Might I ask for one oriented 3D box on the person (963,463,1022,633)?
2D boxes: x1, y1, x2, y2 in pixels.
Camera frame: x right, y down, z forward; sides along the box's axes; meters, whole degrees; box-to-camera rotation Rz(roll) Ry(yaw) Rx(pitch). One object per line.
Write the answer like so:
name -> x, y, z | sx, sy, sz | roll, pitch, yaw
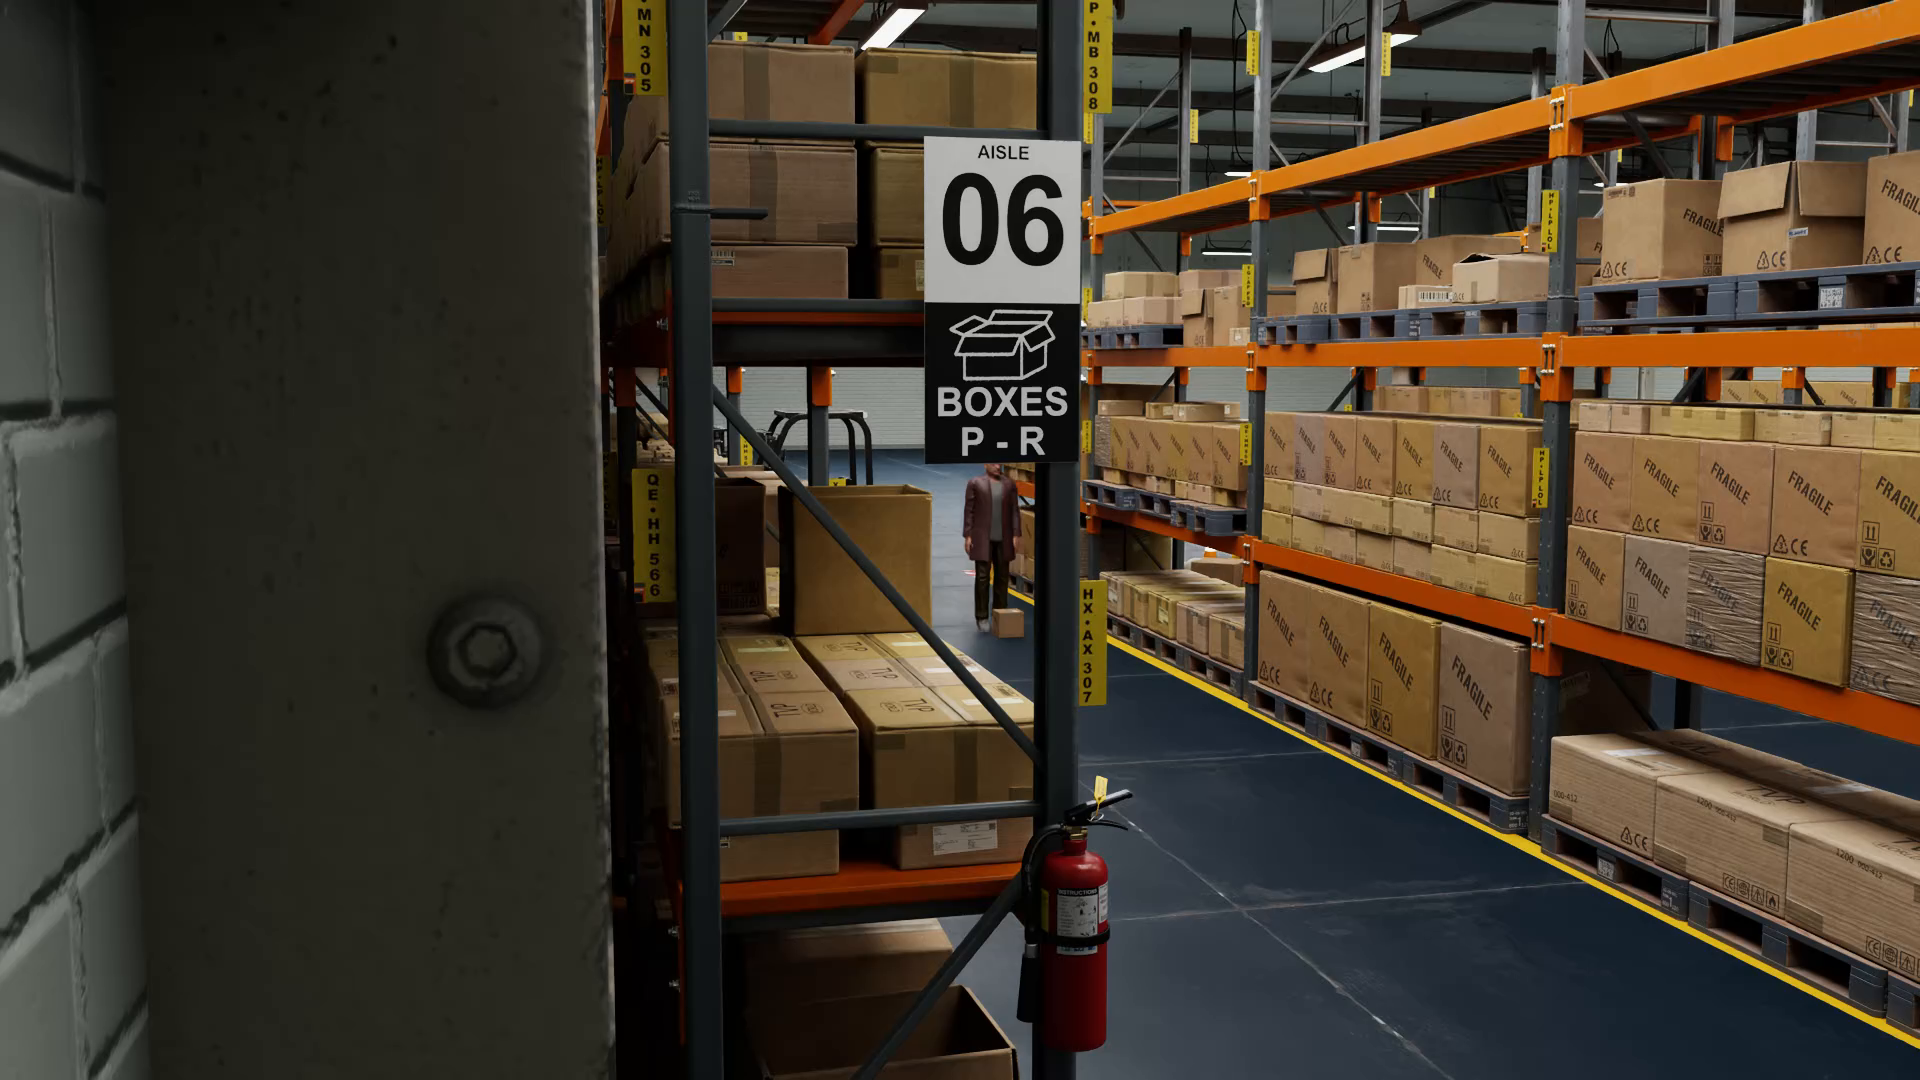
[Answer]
person -> 0.350, 0.007, 16.732 | 0.602, 1.808, 0.453 | -2, 6, -17
